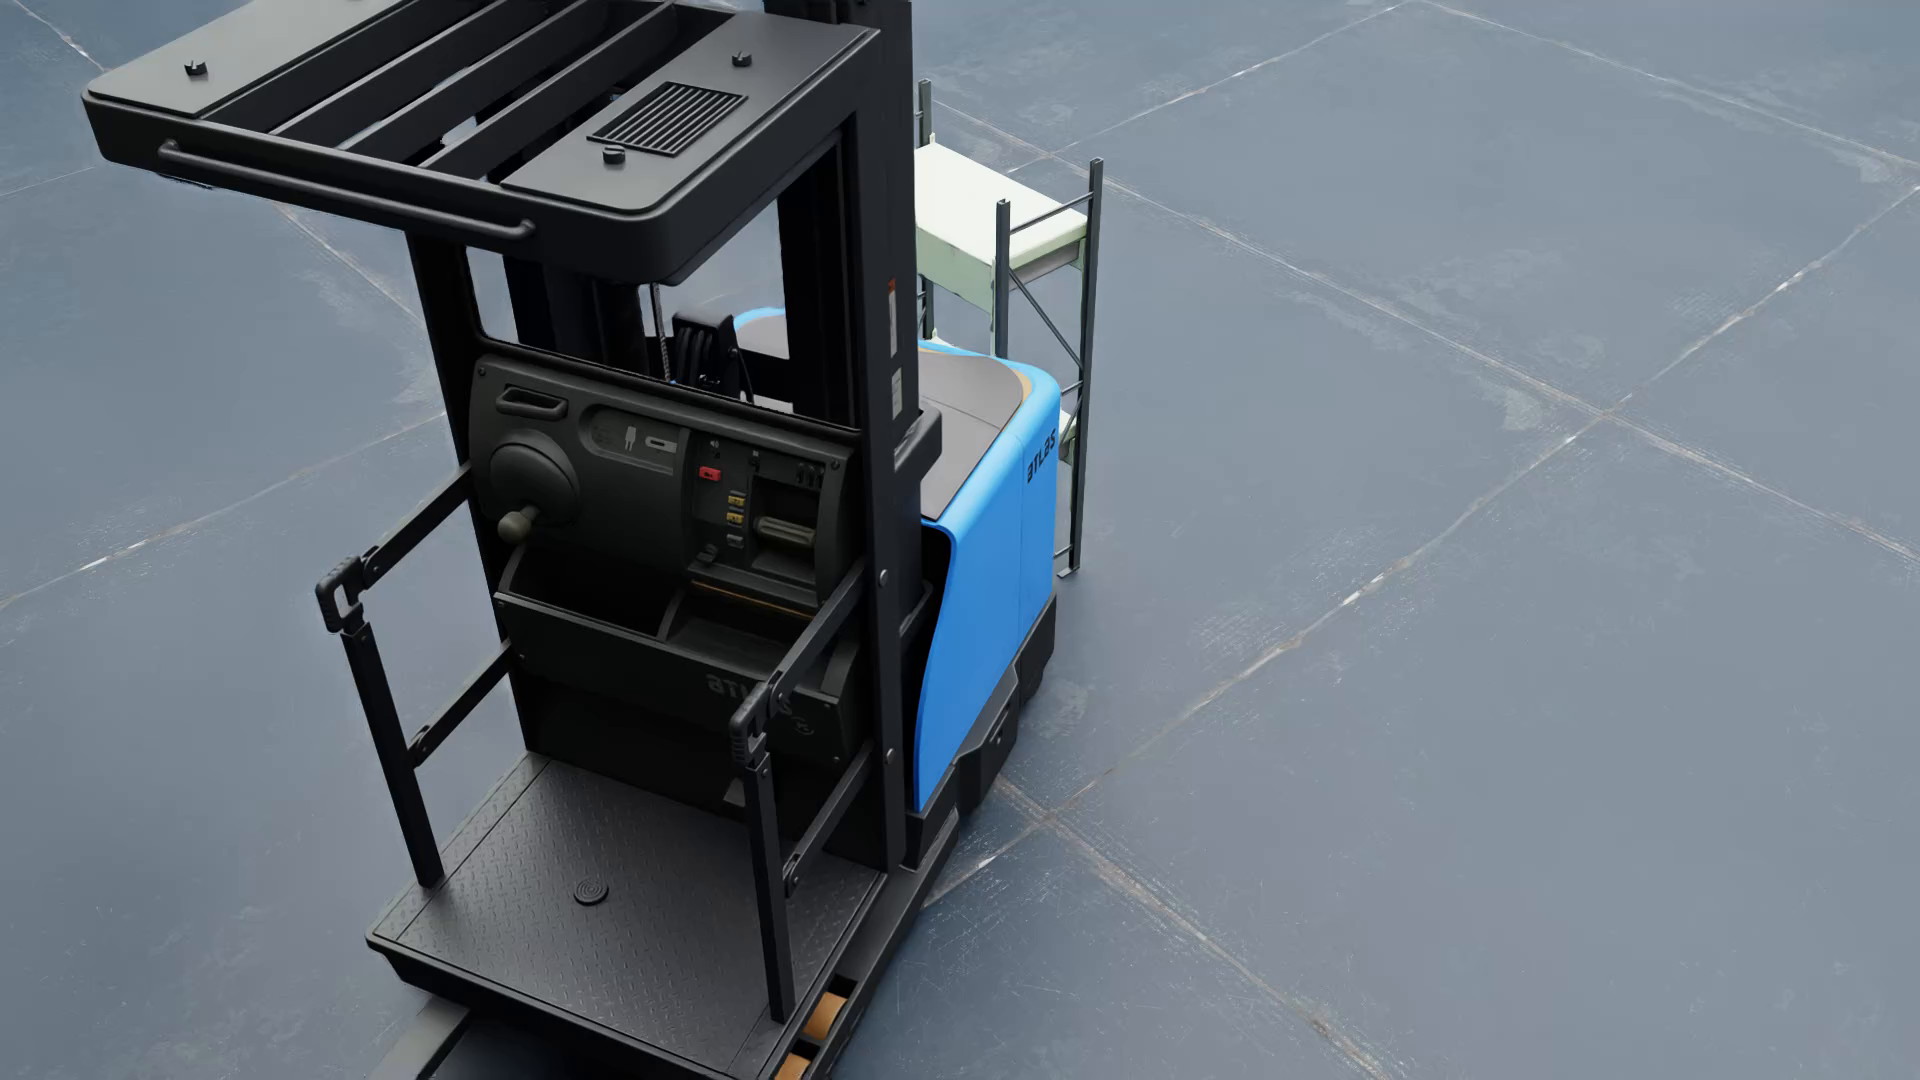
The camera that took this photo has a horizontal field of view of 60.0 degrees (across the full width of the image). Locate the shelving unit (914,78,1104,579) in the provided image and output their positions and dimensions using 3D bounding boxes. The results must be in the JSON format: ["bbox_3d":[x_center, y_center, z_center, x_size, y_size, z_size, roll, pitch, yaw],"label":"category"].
[{"bbox_3d":[0.005,-0.580,5.275,0.431,1.500,0.755,-30,48,-32],"label":"shelving unit"}]

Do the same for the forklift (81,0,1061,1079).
[{"bbox_3d":[-0.755,-0.047,3.475,1.130,2.935,3.031,15,41,18],"label":"forklift"}]

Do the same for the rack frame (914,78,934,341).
[{"bbox_3d":[-0.243,-0.750,5.485,0.400,1.500,0.023,-30,48,-32],"label":"rack frame"}]

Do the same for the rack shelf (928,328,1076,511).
[{"bbox_3d":[0.005,-0.327,5.480,0.431,0.370,0.720,-30,48,-32],"label":"rack shelf"}]

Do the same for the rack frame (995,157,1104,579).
[{"bbox_3d":[0.252,-0.411,5.065,0.400,1.500,0.023,-30,48,-32],"label":"rack frame"}]

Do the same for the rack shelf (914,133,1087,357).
[{"bbox_3d":[0.005,-0.884,5.030,0.431,0.370,0.720,-30,48,-32],"label":"rack shelf"}]
